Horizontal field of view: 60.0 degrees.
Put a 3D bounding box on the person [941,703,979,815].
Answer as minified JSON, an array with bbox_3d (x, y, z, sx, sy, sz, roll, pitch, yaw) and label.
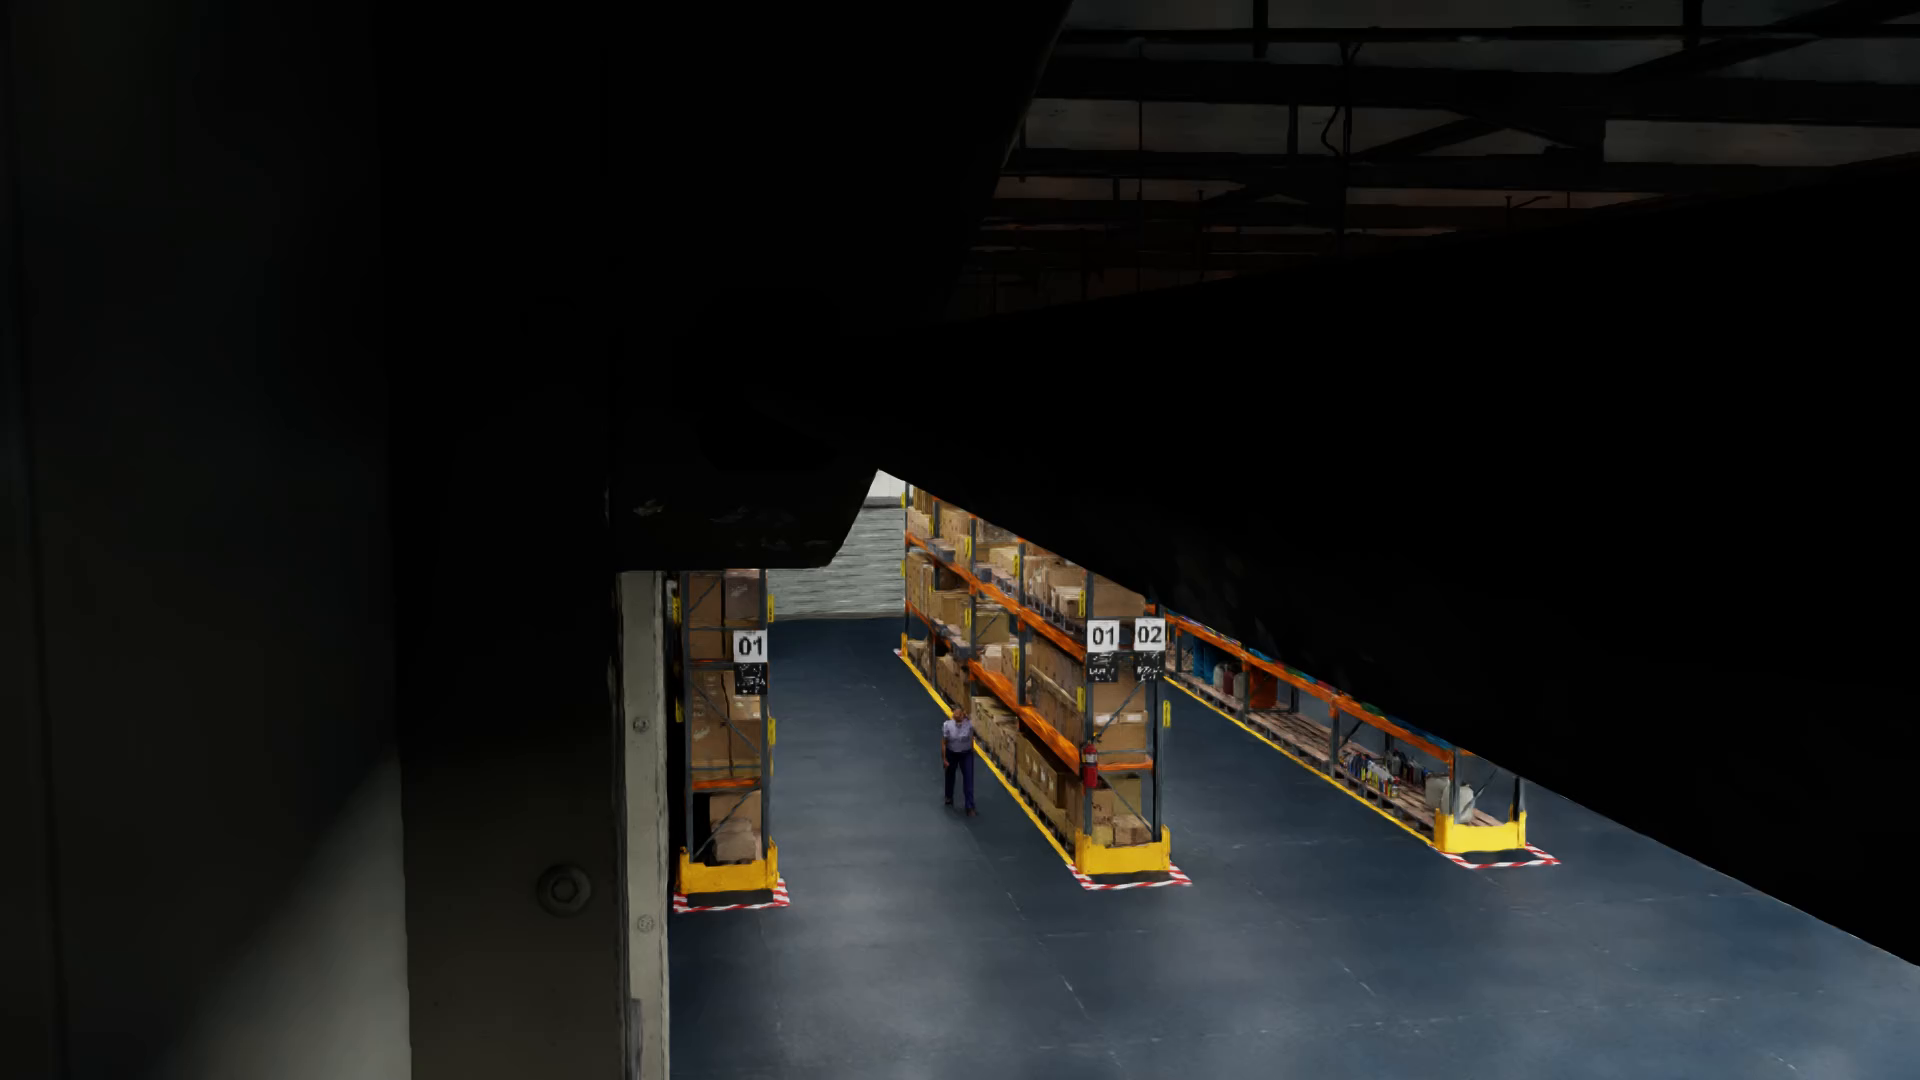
[{"bbox_3d":[-0.036,3.078,23.696,0.480,1.563,1.078,-1,6,-7],"label":"person"}]
